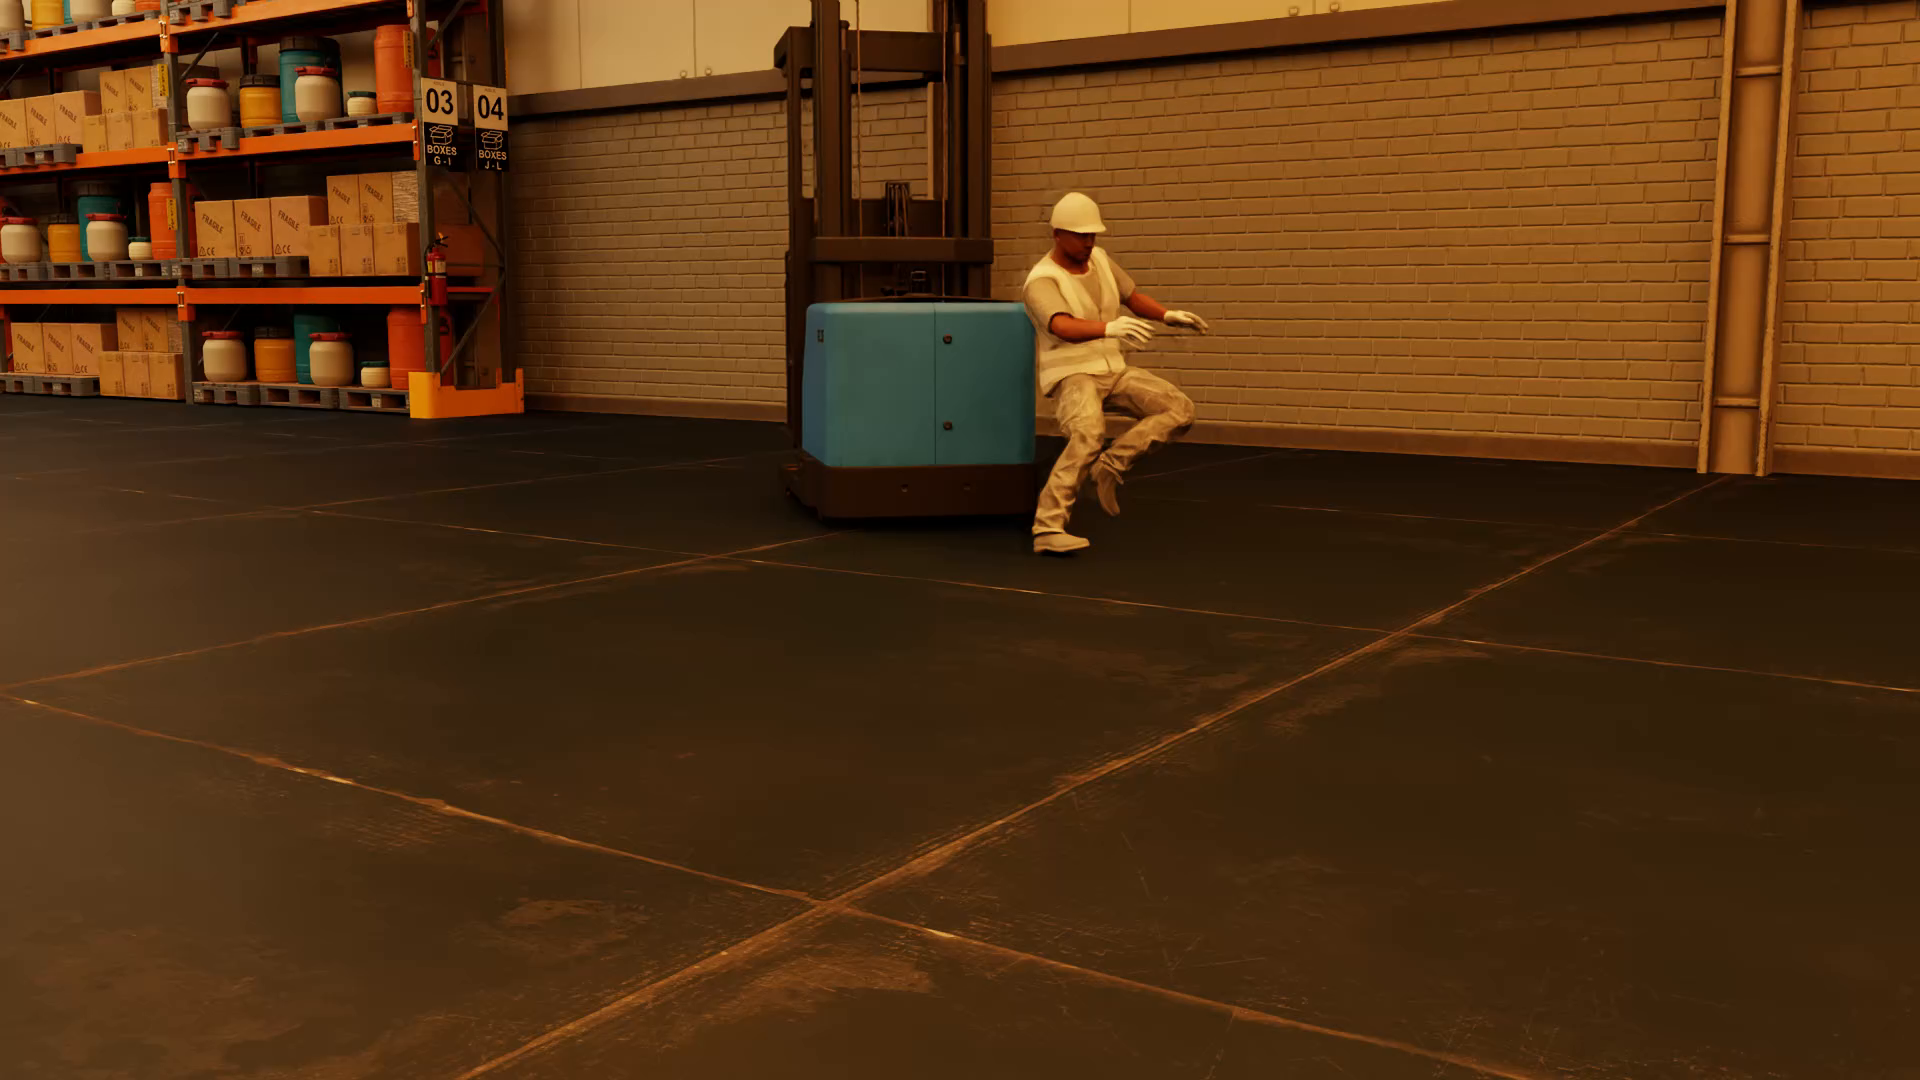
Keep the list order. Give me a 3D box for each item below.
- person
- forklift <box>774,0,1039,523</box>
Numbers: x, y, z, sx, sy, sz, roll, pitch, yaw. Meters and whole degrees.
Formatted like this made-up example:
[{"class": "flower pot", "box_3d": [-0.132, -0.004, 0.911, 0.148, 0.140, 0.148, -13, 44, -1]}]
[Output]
[{"class": "person", "box_3d": [0.674, -0.742, 7.333, 0.906, 1.559, 0.829, -8, 11, -43]}, {"class": "forklift", "box_3d": [-0.425, -1.703, 9.168, 1.130, 2.935, 3.031, -2, 8, -12]}]
